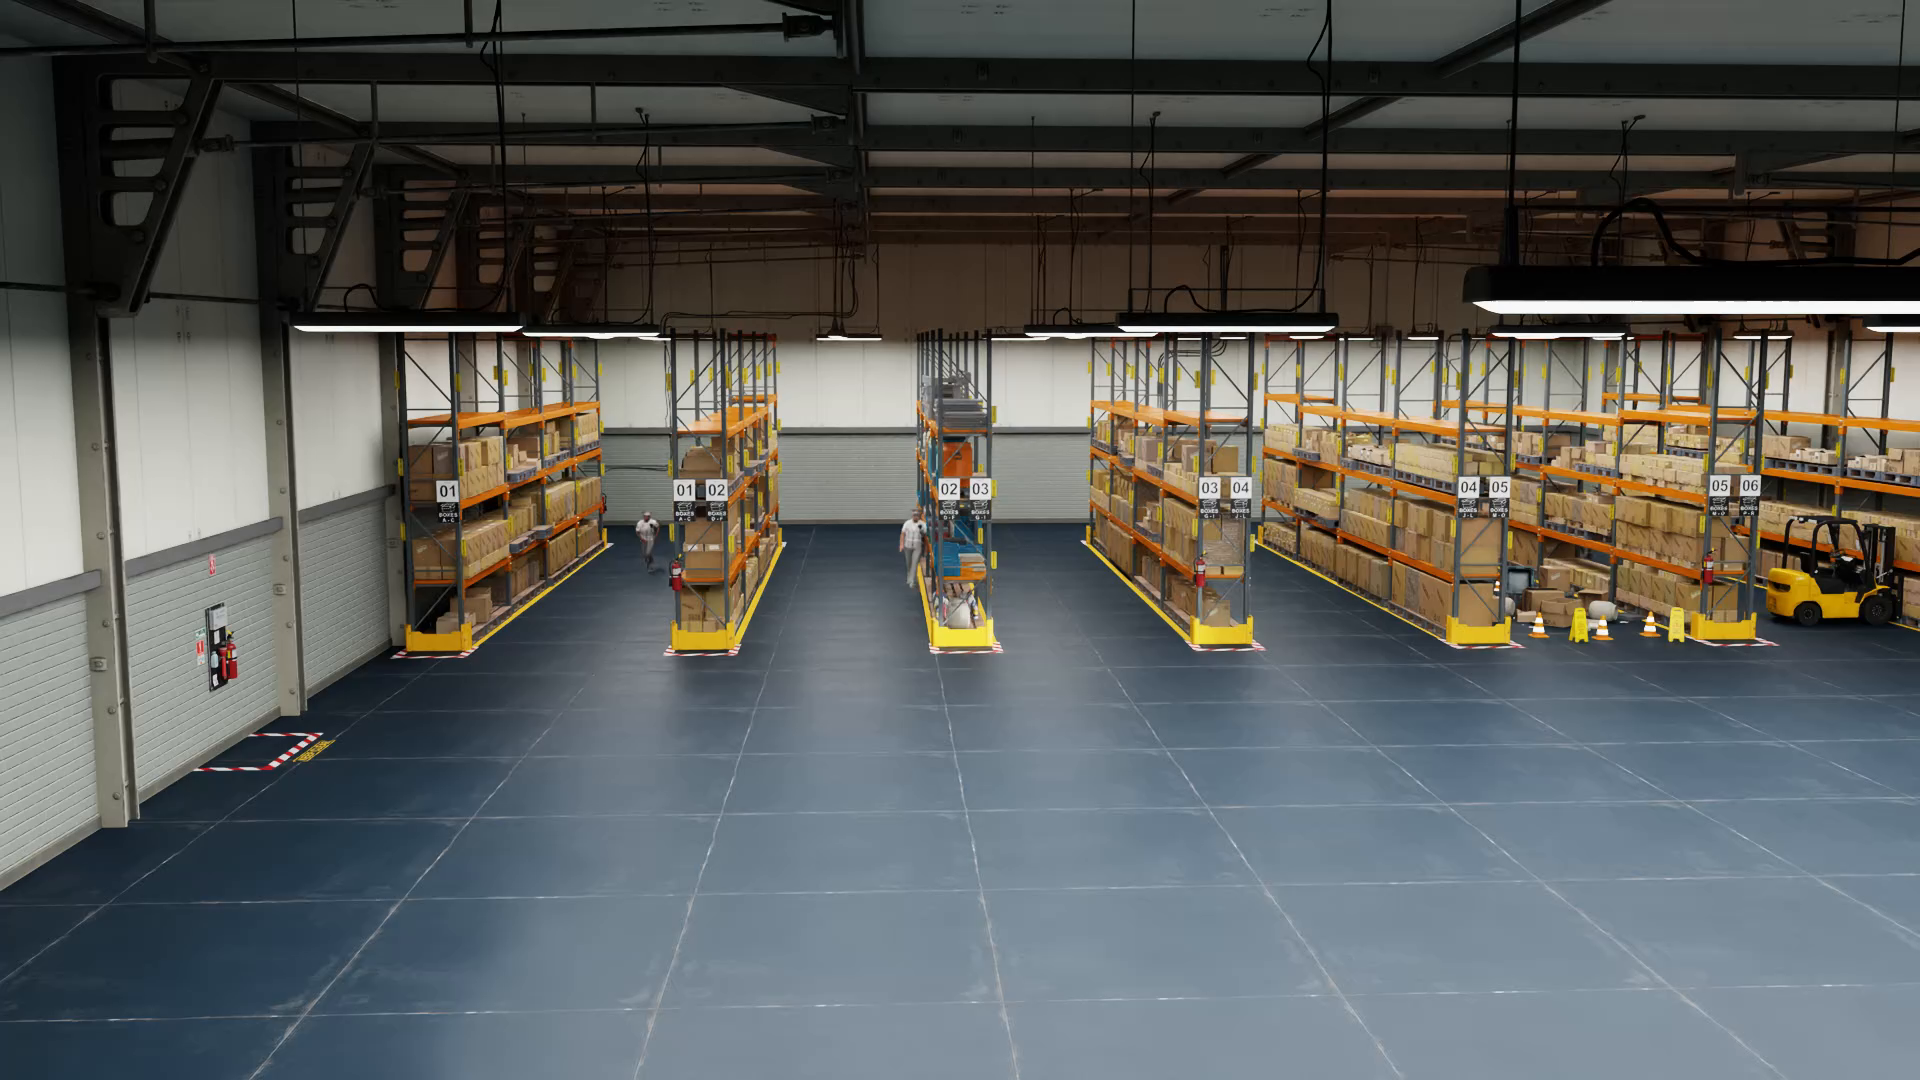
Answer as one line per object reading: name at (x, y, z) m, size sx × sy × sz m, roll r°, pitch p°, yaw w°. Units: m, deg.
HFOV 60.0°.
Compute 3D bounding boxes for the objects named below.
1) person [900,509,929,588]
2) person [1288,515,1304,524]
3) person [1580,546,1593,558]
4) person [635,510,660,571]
person at (-1.031, 0.166, 37.425) m, size 0.634 × 1.745 × 0.845 m, roll 0°, pitch 7°, yaw 2°
person at (10.125, -1.067, 50.135) m, size 0.868 × 1.761 × 0.556 m, roll -5°, pitch 8°, yaw -35°
person at (16.779, -0.278, 44.485) m, size 0.488 × 1.562 × 0.421 m, roll -4°, pitch 8°, yaw -33°
person at (-7.823, 0.023, 41.729) m, size 0.532 × 1.591 × 0.730 m, roll 1°, pitch 7°, yaw 8°
